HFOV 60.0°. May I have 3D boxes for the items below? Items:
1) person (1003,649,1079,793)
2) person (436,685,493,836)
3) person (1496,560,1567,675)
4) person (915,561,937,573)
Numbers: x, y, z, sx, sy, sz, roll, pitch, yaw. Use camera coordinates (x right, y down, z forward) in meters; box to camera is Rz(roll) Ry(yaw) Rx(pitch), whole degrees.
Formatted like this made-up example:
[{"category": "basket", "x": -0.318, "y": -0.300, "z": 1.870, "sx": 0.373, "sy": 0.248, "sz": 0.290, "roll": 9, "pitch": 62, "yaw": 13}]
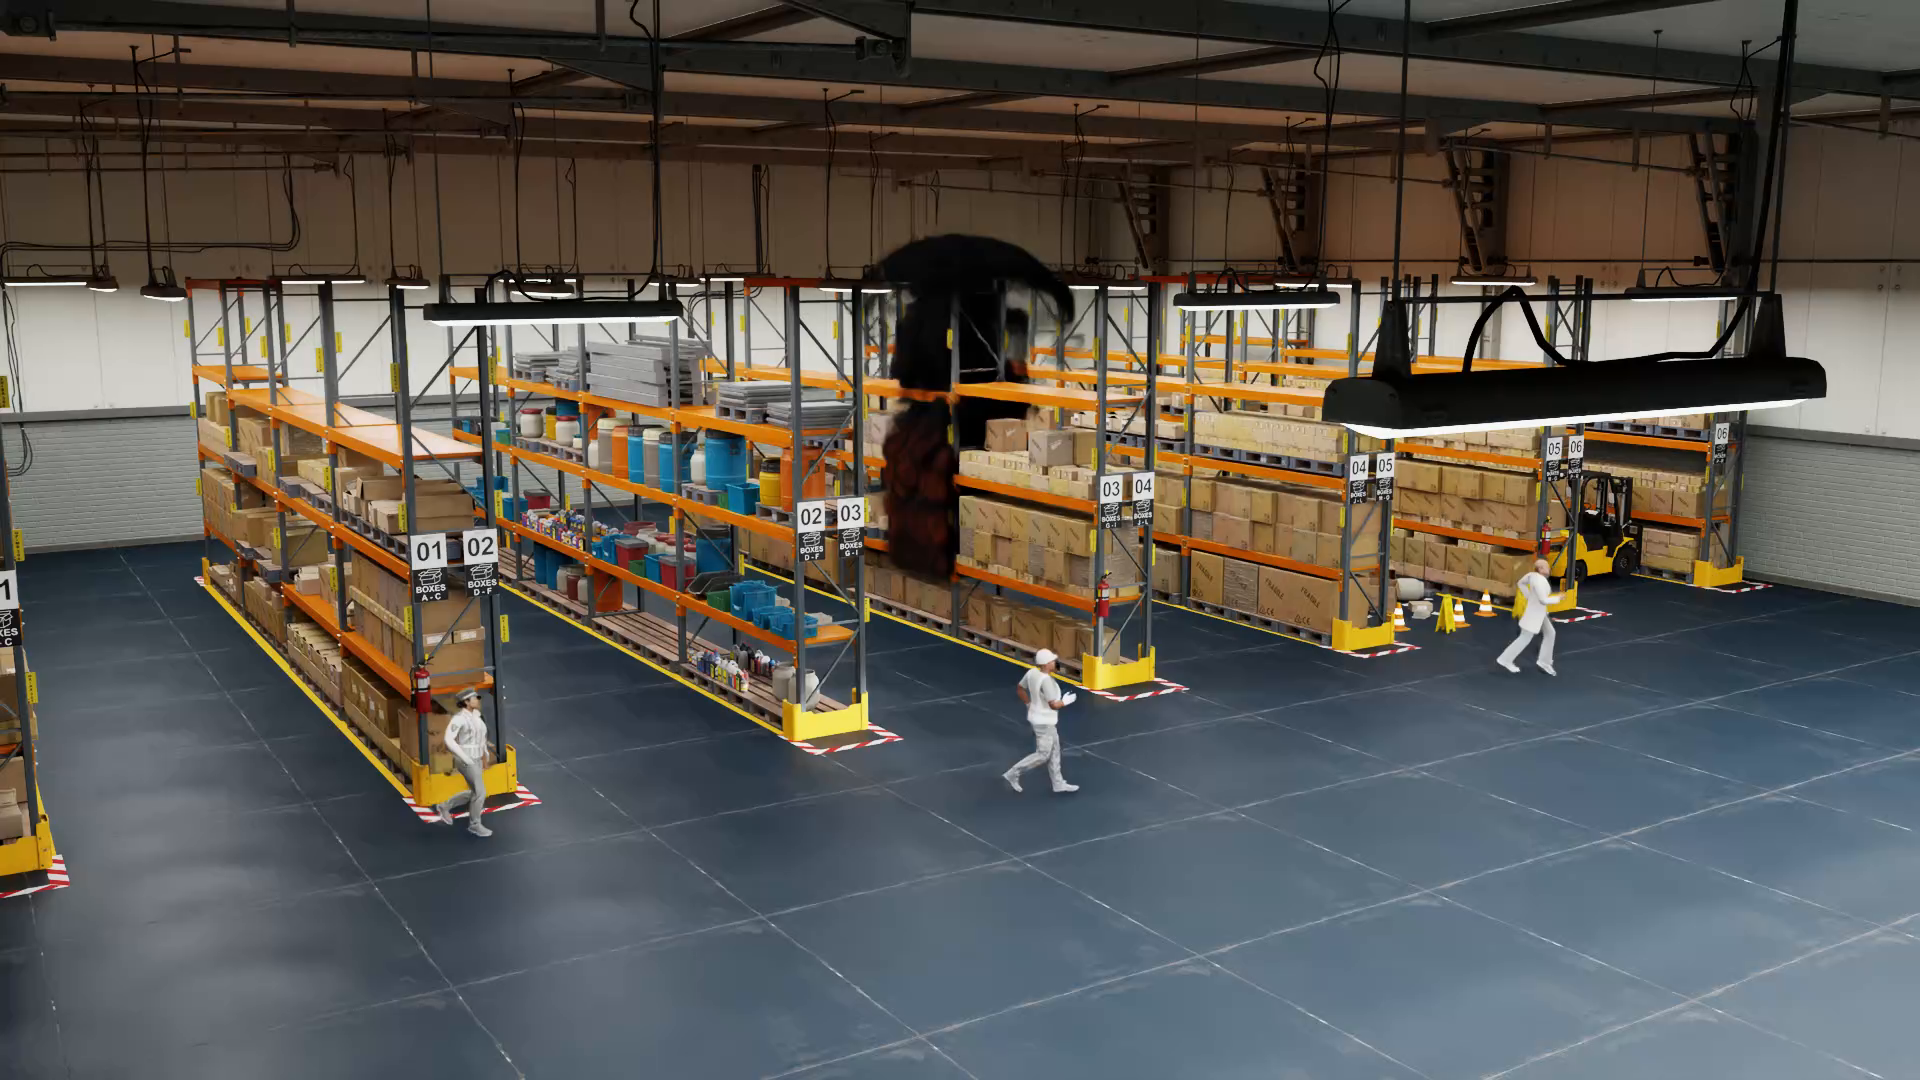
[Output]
[{"category": "person", "x": 0.960, "y": 2.159, "z": 19.713, "sx": 0.951, "sy": 1.766, "sz": 0.686, "roll": -2, "pitch": 10, "yaw": -13}, {"category": "person", "x": -5.533, "y": 2.449, "z": 18.559, "sx": 0.658, "sy": 1.673, "sz": 0.641, "roll": 1, "pitch": 10, "yaw": 8}, {"category": "person", "x": 8.805, "y": 1.194, "z": 25.600, "sx": 0.988, "sy": 1.837, "sz": 0.731, "roll": 3, "pitch": 10, "yaw": 16}, {"category": "person", "x": -0.666, "y": -0.023, "z": 32.838, "sx": 0.670, "sy": 1.755, "sz": 0.796, "roll": -7, "pitch": 12, "yaw": -36}]
